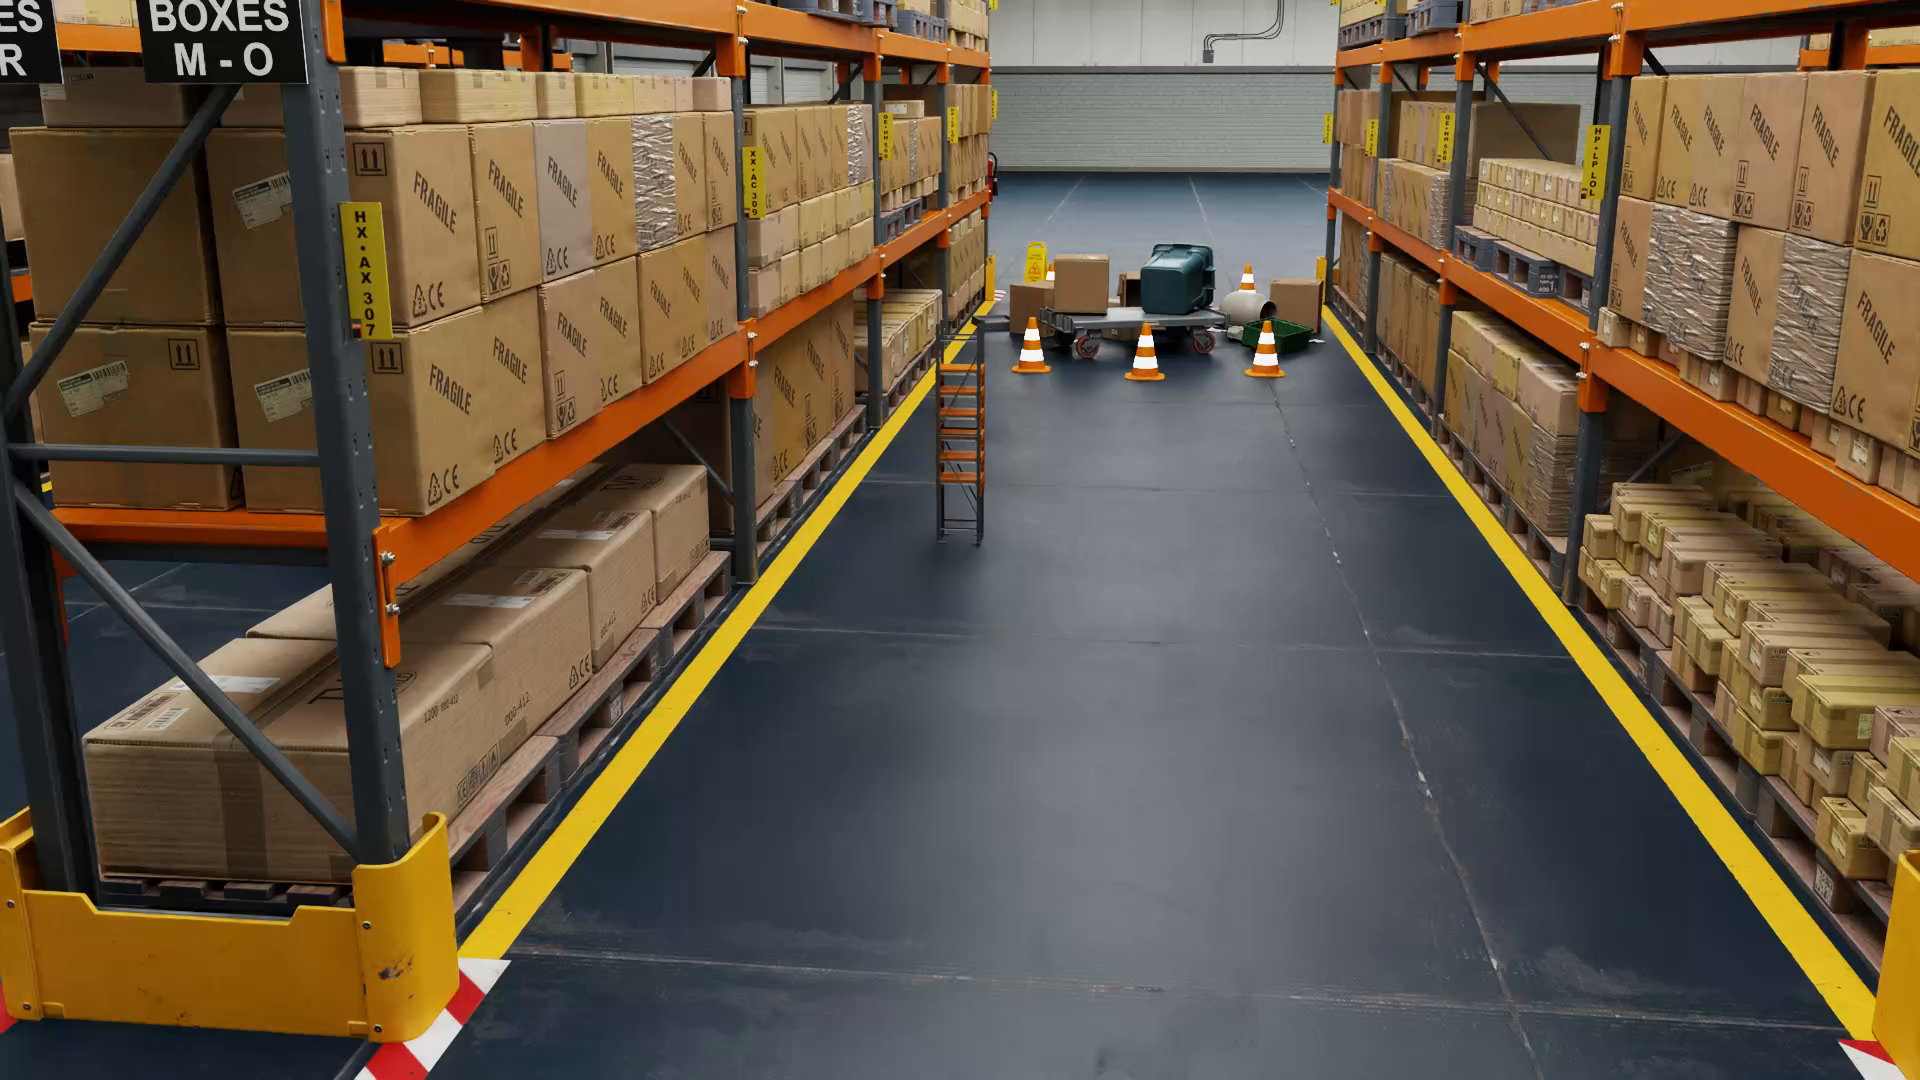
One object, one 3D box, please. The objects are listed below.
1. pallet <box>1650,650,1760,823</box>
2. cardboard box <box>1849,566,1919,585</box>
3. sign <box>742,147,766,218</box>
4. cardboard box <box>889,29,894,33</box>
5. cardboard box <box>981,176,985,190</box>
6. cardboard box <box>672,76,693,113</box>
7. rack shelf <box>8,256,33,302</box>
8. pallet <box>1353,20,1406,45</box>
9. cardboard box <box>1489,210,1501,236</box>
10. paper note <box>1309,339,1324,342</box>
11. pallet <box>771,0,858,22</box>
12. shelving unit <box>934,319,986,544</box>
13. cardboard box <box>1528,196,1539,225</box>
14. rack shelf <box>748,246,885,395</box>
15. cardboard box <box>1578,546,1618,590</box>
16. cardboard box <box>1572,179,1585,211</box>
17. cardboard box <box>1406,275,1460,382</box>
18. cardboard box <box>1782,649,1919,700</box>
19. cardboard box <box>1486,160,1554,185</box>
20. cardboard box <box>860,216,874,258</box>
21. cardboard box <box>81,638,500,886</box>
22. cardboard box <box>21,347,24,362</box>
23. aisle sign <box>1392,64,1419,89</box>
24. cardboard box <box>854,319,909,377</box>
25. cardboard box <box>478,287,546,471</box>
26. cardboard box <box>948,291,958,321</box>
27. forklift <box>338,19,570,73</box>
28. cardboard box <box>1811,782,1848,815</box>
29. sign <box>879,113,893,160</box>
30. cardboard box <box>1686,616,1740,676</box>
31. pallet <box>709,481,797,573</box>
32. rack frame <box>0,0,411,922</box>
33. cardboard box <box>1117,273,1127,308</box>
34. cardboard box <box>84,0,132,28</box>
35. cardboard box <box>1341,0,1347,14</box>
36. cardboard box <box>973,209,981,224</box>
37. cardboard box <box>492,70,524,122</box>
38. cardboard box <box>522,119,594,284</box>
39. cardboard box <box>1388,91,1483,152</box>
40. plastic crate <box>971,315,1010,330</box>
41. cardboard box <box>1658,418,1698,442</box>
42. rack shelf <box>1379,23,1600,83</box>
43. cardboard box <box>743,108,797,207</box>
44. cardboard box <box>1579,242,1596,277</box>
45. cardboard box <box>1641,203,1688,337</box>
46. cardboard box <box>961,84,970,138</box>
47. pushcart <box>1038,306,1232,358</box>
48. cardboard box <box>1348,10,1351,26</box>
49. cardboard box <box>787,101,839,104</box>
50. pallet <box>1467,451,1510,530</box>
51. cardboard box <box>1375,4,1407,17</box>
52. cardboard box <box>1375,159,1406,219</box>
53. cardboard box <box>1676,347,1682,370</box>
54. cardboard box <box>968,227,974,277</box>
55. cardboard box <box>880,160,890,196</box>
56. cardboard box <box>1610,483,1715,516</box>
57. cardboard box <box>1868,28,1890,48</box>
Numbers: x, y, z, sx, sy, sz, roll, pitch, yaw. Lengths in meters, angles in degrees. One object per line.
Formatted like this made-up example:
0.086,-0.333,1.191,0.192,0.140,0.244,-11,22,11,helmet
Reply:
3.232,0.715,6.112,1.003,0.211,1.213,2,15,6,pallet
3.553,0.203,6.181,0.380,0.149,0.250,1,15,4,cardboard box
-0.970,-1.683,7.830,0.100,0.325,0.005,2,15,6,sign
-0.770,-4.798,15.895,0.380,0.149,0.250,2,15,7,cardboard box
0.084,-4.062,18.918,0.380,0.149,0.250,2,15,6,cardboard box
-1.378,-1.933,7.213,0.380,0.149,0.250,2,15,8,cardboard box
-6.228,-1.560,10.561,1.077,0.370,4.000,2,15,6,rack shelf
4.554,-5.131,16.814,1.003,0.211,1.213,2,15,6,pallet
3.548,-1.993,10.461,0.380,0.149,0.250,2,15,9,cardboard box
3.487,-1.966,16.374,0.147,0.020,0.142,-10,18,-32,paper note
-1.213,-3.178,9.786,1.003,0.211,1.213,2,15,9,pallet
0.002,-0.583,9.019,0.258,1.200,0.189,2,15,6,shelving unit
3.435,-1.862,9.409,0.380,0.149,0.250,2,15,8,cardboard box
-1.296,-1.414,10.024,1.077,0.370,4.000,2,15,6,rack shelf
3.048,0.135,7.573,0.380,0.149,0.250,1,15,4,cardboard box
3.320,-1.738,8.382,0.380,0.149,0.250,1,15,4,cardboard box
4.113,-1.660,13.059,1.050,0.750,0.750,2,15,7,cardboard box
2.845,0.456,5.247,0.380,0.149,0.250,1,15,4,cardboard box
3.587,-2.345,10.627,0.380,0.149,0.250,1,15,5,cardboard box
-0.869,-2.069,11.355,0.500,0.250,0.500,1,15,4,cardboard box
-1.998,0.655,5.099,0.875,0.438,0.875,1,15,4,cardboard box
-6.064,-1.123,10.310,0.380,0.149,0.250,2,15,8,cardboard box
5.068,-5.500,18.776,0.394,0.787,0.004,2,15,6,aisle sign
-0.921,-1.552,13.386,0.950,0.372,0.625,1,15,5,cardboard box
-1.604,-0.502,5.080,0.500,0.500,0.500,1,15,5,cardboard box
-0.284,-2.338,16.526,0.500,0.250,0.500,1,15,4,cardboard box
-2.951,-1.758,10.048,1.130,2.935,3.031,2,15,6,forklift
2.853,0.809,5.080,0.380,0.149,0.250,2,15,6,cardboard box
-0.518,-2.824,11.640,0.100,0.325,0.005,2,15,6,sign
2.886,0.391,6.057,0.380,0.149,0.250,2,15,7,cardboard box
-1.509,-0.099,9.124,1.003,0.211,1.213,2,15,6,pallet
-1.973,-0.205,4.175,1.000,3.000,0.127,2,15,6,rack frame
2.150,-2.620,17.887,0.797,0.503,0.637,-10,18,-32,cardboard box
-5.875,-3.531,11.013,0.500,0.250,0.500,2,15,6,cardboard box
4.453,-5.888,18.166,0.500,0.250,0.500,2,15,6,cardboard box
0.027,-3.593,18.487,0.380,0.149,0.250,2,15,8,cardboard box
-1.544,-1.336,5.008,0.380,0.149,0.250,1,15,4,cardboard box
-1.534,-1.120,5.452,0.500,0.500,0.500,2,15,6,cardboard box
4.387,-3.887,15.433,0.875,0.550,0.550,2,15,6,cardboard box
0.373,-2.291,17.483,0.402,0.080,0.583,-4,16,-13,plastic crate
3.754,-0.665,8.423,0.500,0.250,0.500,1,15,4,cardboard box
4.085,-3.780,13.027,1.077,0.370,4.000,2,15,6,rack shelf
-1.156,-2.012,8.750,0.500,0.500,0.500,2,15,6,cardboard box
3.285,-1.381,8.200,0.380,0.149,0.250,2,15,7,cardboard box
3.053,-1.066,6.595,0.500,0.500,0.500,2,15,6,cardboard box
-0.274,-4.232,16.389,0.700,0.500,0.500,2,15,7,cardboard box
1.652,-1.998,15.827,1.648,0.377,0.936,-4,16,-13,pushcart
4.320,-5.537,17.631,0.380,0.149,0.250,2,15,7,cardboard box
-1.166,-3.421,13.257,0.380,0.149,0.250,1,15,4,cardboard box
3.630,-0.297,9.854,1.003,0.211,1.213,2,15,6,pallet
4.063,-4.945,15.442,0.380,0.149,0.250,2,15,7,cardboard box
3.984,-3.118,14.755,0.500,0.500,0.500,2,15,7,cardboard box
3.081,-0.728,6.589,0.380,0.149,0.250,1,15,4,cardboard box
-0.118,-3.111,17.947,0.500,0.500,0.500,1,15,5,cardboard box
-0.789,-2.785,12.148,0.500,0.500,0.500,1,15,5,cardboard box
3.164,-0.154,7.502,0.380,0.149,0.250,2,15,9,cardboard box
9.202,-4.924,16.167,0.500,0.250,0.500,2,15,8,cardboard box
